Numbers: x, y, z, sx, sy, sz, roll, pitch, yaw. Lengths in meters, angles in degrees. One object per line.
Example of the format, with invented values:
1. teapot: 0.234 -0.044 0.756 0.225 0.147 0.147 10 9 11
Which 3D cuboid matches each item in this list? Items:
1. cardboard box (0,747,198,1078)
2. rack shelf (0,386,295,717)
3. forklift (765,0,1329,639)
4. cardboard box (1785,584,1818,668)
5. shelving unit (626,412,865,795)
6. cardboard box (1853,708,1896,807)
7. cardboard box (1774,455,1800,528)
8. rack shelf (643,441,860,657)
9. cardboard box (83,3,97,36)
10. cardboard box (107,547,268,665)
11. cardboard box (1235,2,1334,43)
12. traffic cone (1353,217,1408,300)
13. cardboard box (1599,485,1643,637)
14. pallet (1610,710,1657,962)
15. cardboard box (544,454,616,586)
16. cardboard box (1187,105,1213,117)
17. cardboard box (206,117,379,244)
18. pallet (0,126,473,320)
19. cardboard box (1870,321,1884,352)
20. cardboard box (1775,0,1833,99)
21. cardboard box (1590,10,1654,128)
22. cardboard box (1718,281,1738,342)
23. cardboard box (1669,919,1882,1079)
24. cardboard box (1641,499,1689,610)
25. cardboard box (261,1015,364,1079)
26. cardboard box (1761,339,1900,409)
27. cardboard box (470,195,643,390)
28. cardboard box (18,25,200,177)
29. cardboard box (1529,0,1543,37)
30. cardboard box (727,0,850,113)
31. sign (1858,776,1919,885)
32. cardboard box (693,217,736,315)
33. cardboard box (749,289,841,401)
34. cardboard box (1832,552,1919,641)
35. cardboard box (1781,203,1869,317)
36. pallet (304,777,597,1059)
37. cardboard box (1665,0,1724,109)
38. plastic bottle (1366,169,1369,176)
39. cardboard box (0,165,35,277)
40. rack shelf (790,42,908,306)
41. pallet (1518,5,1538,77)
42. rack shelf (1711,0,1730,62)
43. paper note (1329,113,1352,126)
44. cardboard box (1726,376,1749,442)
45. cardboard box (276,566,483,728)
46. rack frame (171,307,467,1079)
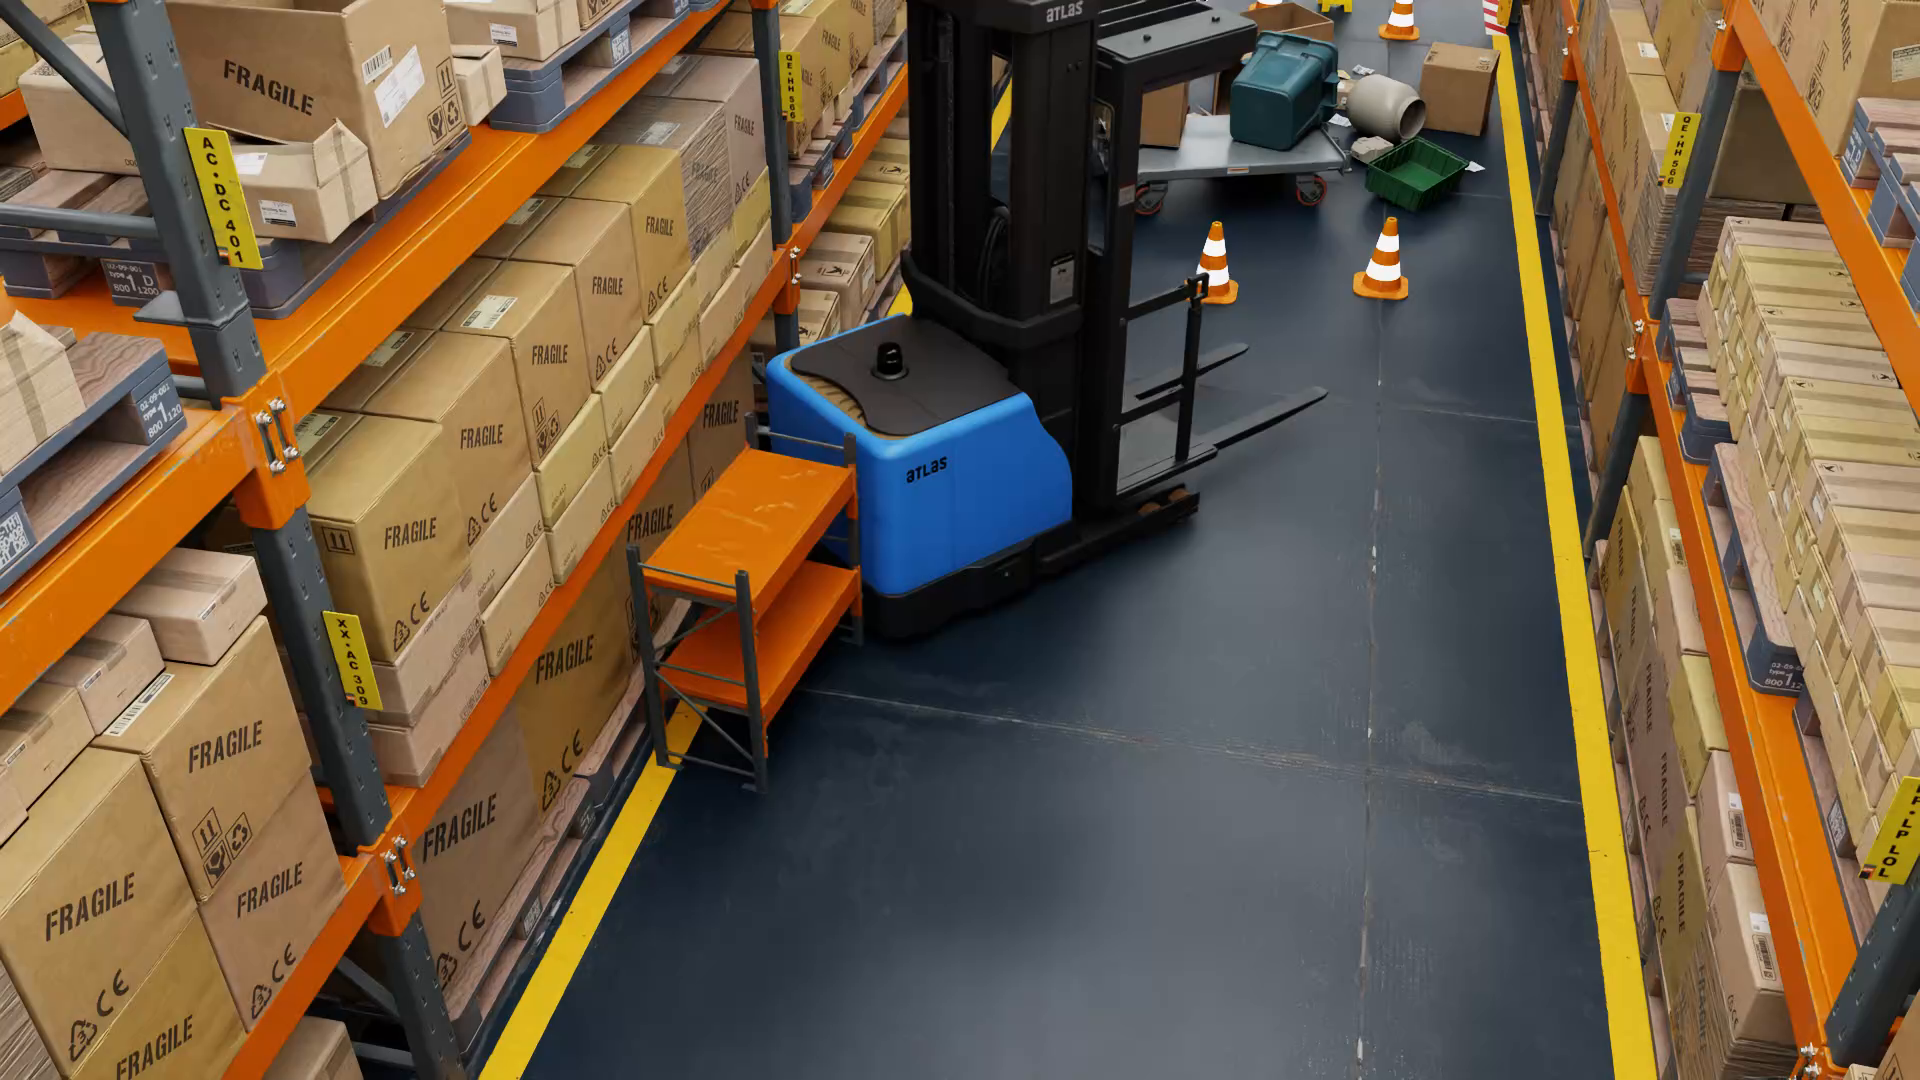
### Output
1. cardboard box: -2.110 0.788 3.669 0.500 0.500 0.500 7 36 9
2. rack shelf: -2.590 0.862 2.562 1.077 0.370 4.000 7 37 10
3. forklift: 0.584 -1.434 7.731 3.031 2.935 1.130 -24 42 -29
4. cardboard box: 2.804 0.285 5.157 0.380 0.149 0.250 6 36 8
5. shelving unit: -0.851 0.249 6.947 0.538 1.125 1.048 12 38 16
6. cardboard box: 2.642 0.608 4.457 0.380 0.149 0.250 8 37 10
7. cardboard box: 2.922 -0.135 5.483 0.380 0.149 0.250 9 37 12
8. rack shelf: -0.850 0.012 6.776 0.538 0.278 1.000 12 38 16
9. cardboard box: -5.497 -3.319 10.401 0.500 0.250 0.500 8 37 11
10. cardboard box: -1.918 0.147 4.001 0.380 0.149 0.250 7 36 9
11. cardboard box: 2.498 -3.906 13.210 0.797 0.503 0.637 -17 39 -22
12. traffic cone: 2.642 -1.779 10.310 0.336 0.463 0.334 7 37 10
13. cardboard box: 3.149 0.124 7.296 0.500 0.500 0.500 6 36 8
14. pallet: 3.118 1.182 6.439 1.003 0.211 1.213 7 37 10
15. cardboard box: -1.577 -0.109 5.971 0.500 0.250 0.500 7 37 10
16. cardboard box: 1.817 -3.039 12.217 0.258 0.266 0.396 -17 39 -22
17. cardboard box: -1.714 -0.935 4.184 0.396 0.266 0.258 7 37 10
18. pallet: -2.015 -1.030 4.722 0.805 0.209 1.217 6 36 8
19. cardboard box: 3.893 -0.820 6.682 0.380 0.149 0.250 8 37 11
20. cardboard box: 3.067 -1.766 5.489 0.500 0.500 0.500 7 37 10
21. cardboard box: 3.812 -2.582 9.171 0.500 0.500 0.500 7 37 10
22. cardboard box: 3.194 -0.873 6.501 0.380 0.149 0.250 9 37 12
23. cardboard box: 2.606 1.587 5.276 0.500 0.500 0.500 7 36 9
24. cardboard box: 3.057 0.102 6.686 0.500 0.250 0.500 7 37 9
25. cardboard box: -2.402 1.852 4.963 0.875 0.438 0.875 7 36 9
26. cardboard box: 3.036 -0.559 5.815 0.380 0.149 0.250 9 37 12
27. cardboard box: -1.493 -0.902 6.002 0.500 0.500 0.500 7 36 9
28. cardboard box: -2.180 -1.242 4.569 0.500 0.311 0.500 7 37 10
29. cardboard box: 5.177 -4.591 13.481 0.875 0.875 0.875 8 37 10
30. cardboard box: -0.882 -2.514 8.466 0.500 0.500 0.500 9 37 12
31. sign: 2.152 0.665 3.790 0.100 0.325 0.005 7 37 10
32. cardboard box: -1.270 -1.192 7.041 0.500 0.250 0.500 6 36 9
33. cardboard box: -1.178 -1.083 9.070 0.950 0.372 0.625 5 36 7
34. cardboard box: 2.759 0.185 4.788 0.380 0.149 0.250 7 37 10
35. cardboard box: 3.909 -1.356 7.480 0.500 0.500 0.500 8 37 10
36. pallet: -2.072 1.316 6.255 1.003 0.211 1.213 7 37 10
37. cardboard box: 3.869 -2.378 8.038 0.700 0.500 0.500 7 36 9
38. plastic bottle: 2.988 -2.543 11.707 0.133 0.061 0.283 -11 37 -14
39. cardboard box: -6.012 -1.839 9.897 0.875 0.625 0.625 8 37 11
40. rack shelf: -0.881 -2.510 9.770 1.077 0.370 4.000 7 37 10
41. pallet: 5.163 -4.081 13.701 1.003 0.211 1.213 7 37 10
42. rack shelf: 3.976 -3.162 8.114 1.077 0.370 4.000 7 37 10
43. paper note: 2.906 -3.188 12.629 0.172 0.023 0.155 20 41 26
44. cardboard box: 3.085 -0.466 6.193 0.380 0.149 0.250 9 37 12
45. cardboard box: -1.793 0.280 5.009 0.500 0.250 0.500 6 36 9
46. rack frame: -2.163 0.639 4.813 1.000 3.000 0.127 7 37 10
